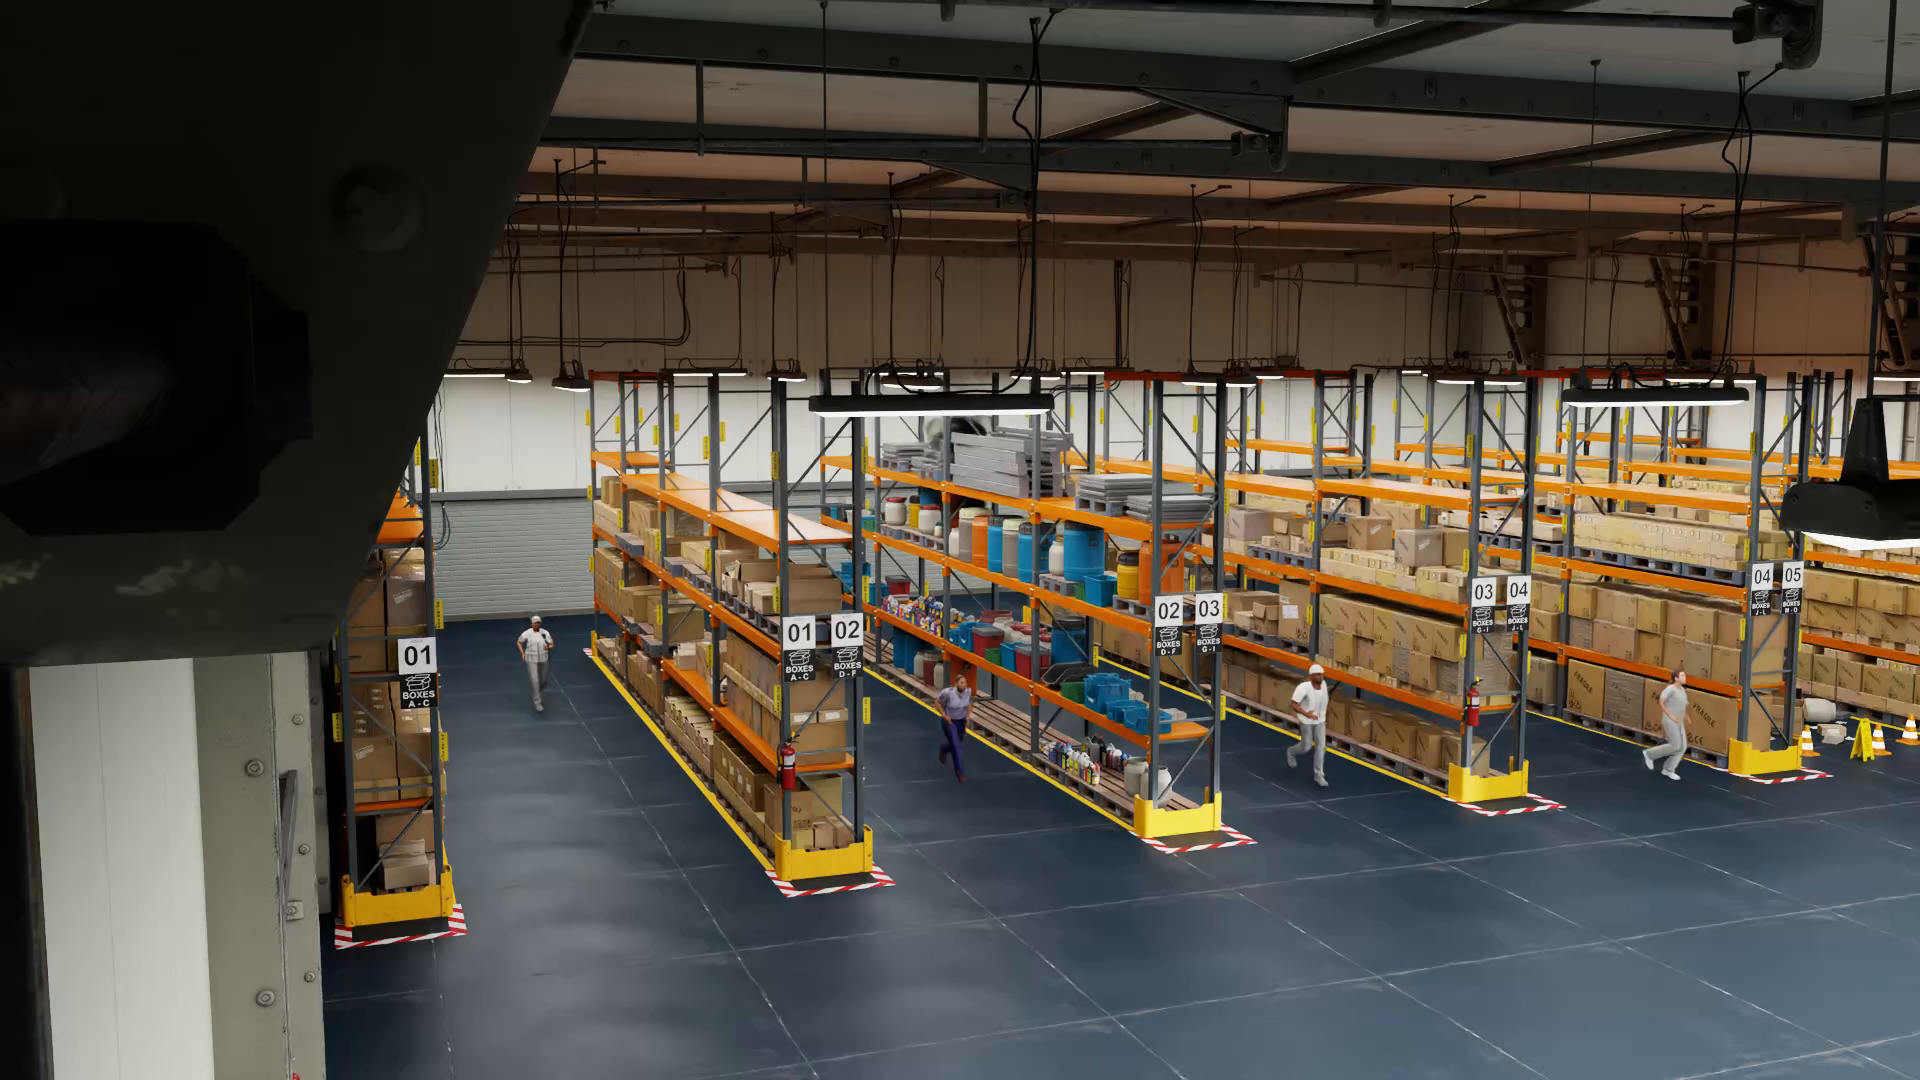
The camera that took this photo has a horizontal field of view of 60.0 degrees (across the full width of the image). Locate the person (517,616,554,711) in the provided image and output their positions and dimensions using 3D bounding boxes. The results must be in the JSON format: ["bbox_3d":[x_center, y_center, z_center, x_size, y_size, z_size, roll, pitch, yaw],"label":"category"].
[{"bbox_3d":[-7.574,2.173,29.775,0.611,1.647,0.927,-3,7,-28],"label":"person"}]

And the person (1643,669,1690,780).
[{"bbox_3d":[10.726,2.738,25.095,0.578,1.631,0.594,-5,8,-39],"label":"person"}]

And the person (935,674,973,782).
[{"bbox_3d":[-0.115,2.781,24.963,0.613,1.641,0.858,-3,7,-26],"label":"person"}]

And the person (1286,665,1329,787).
[{"bbox_3d":[5.214,2.705,24.742,0.725,1.756,0.993,-3,7,-26],"label":"person"}]
